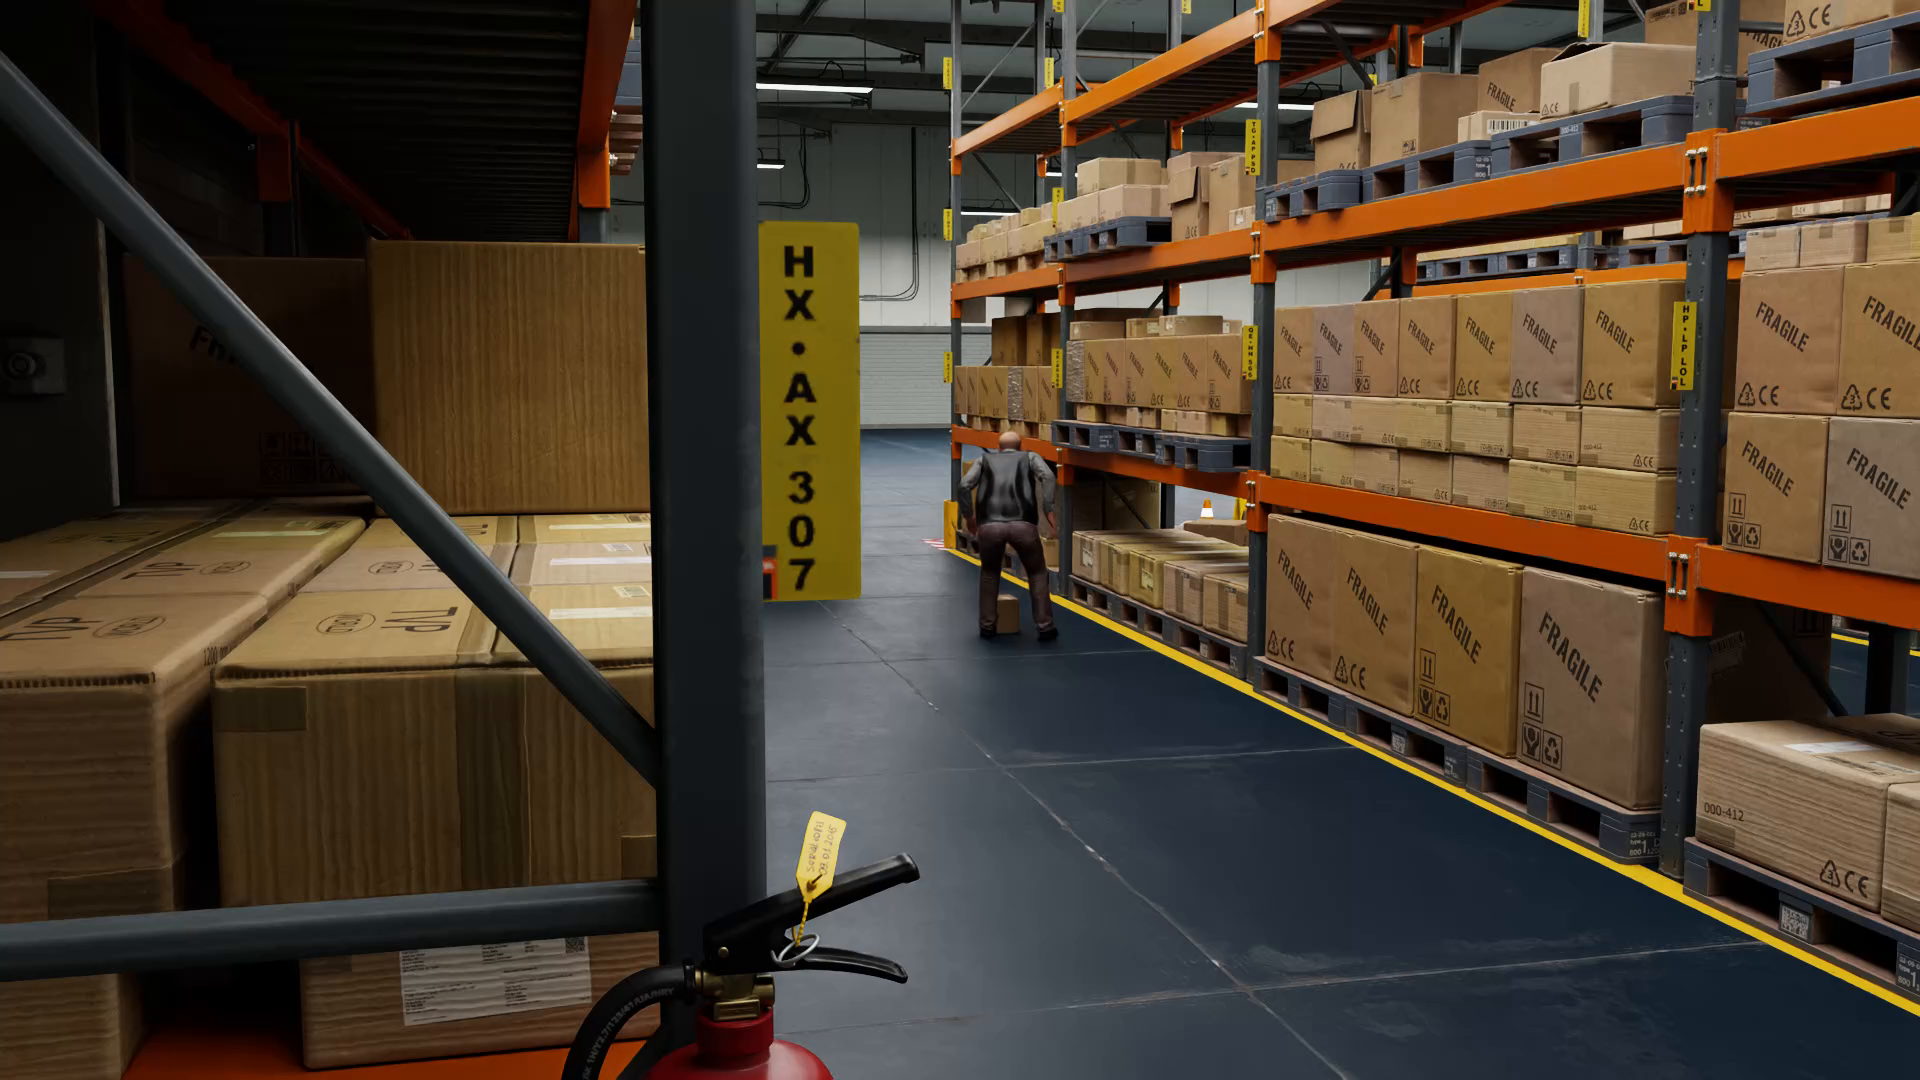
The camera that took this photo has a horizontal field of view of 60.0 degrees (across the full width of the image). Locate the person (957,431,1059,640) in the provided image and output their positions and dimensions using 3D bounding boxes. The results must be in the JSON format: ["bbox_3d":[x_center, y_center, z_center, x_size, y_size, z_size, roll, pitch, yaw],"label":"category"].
[{"bbox_3d":[0.345,-0.031,11.965,0.722,1.483,0.728,1,6,8],"label":"person"}]
